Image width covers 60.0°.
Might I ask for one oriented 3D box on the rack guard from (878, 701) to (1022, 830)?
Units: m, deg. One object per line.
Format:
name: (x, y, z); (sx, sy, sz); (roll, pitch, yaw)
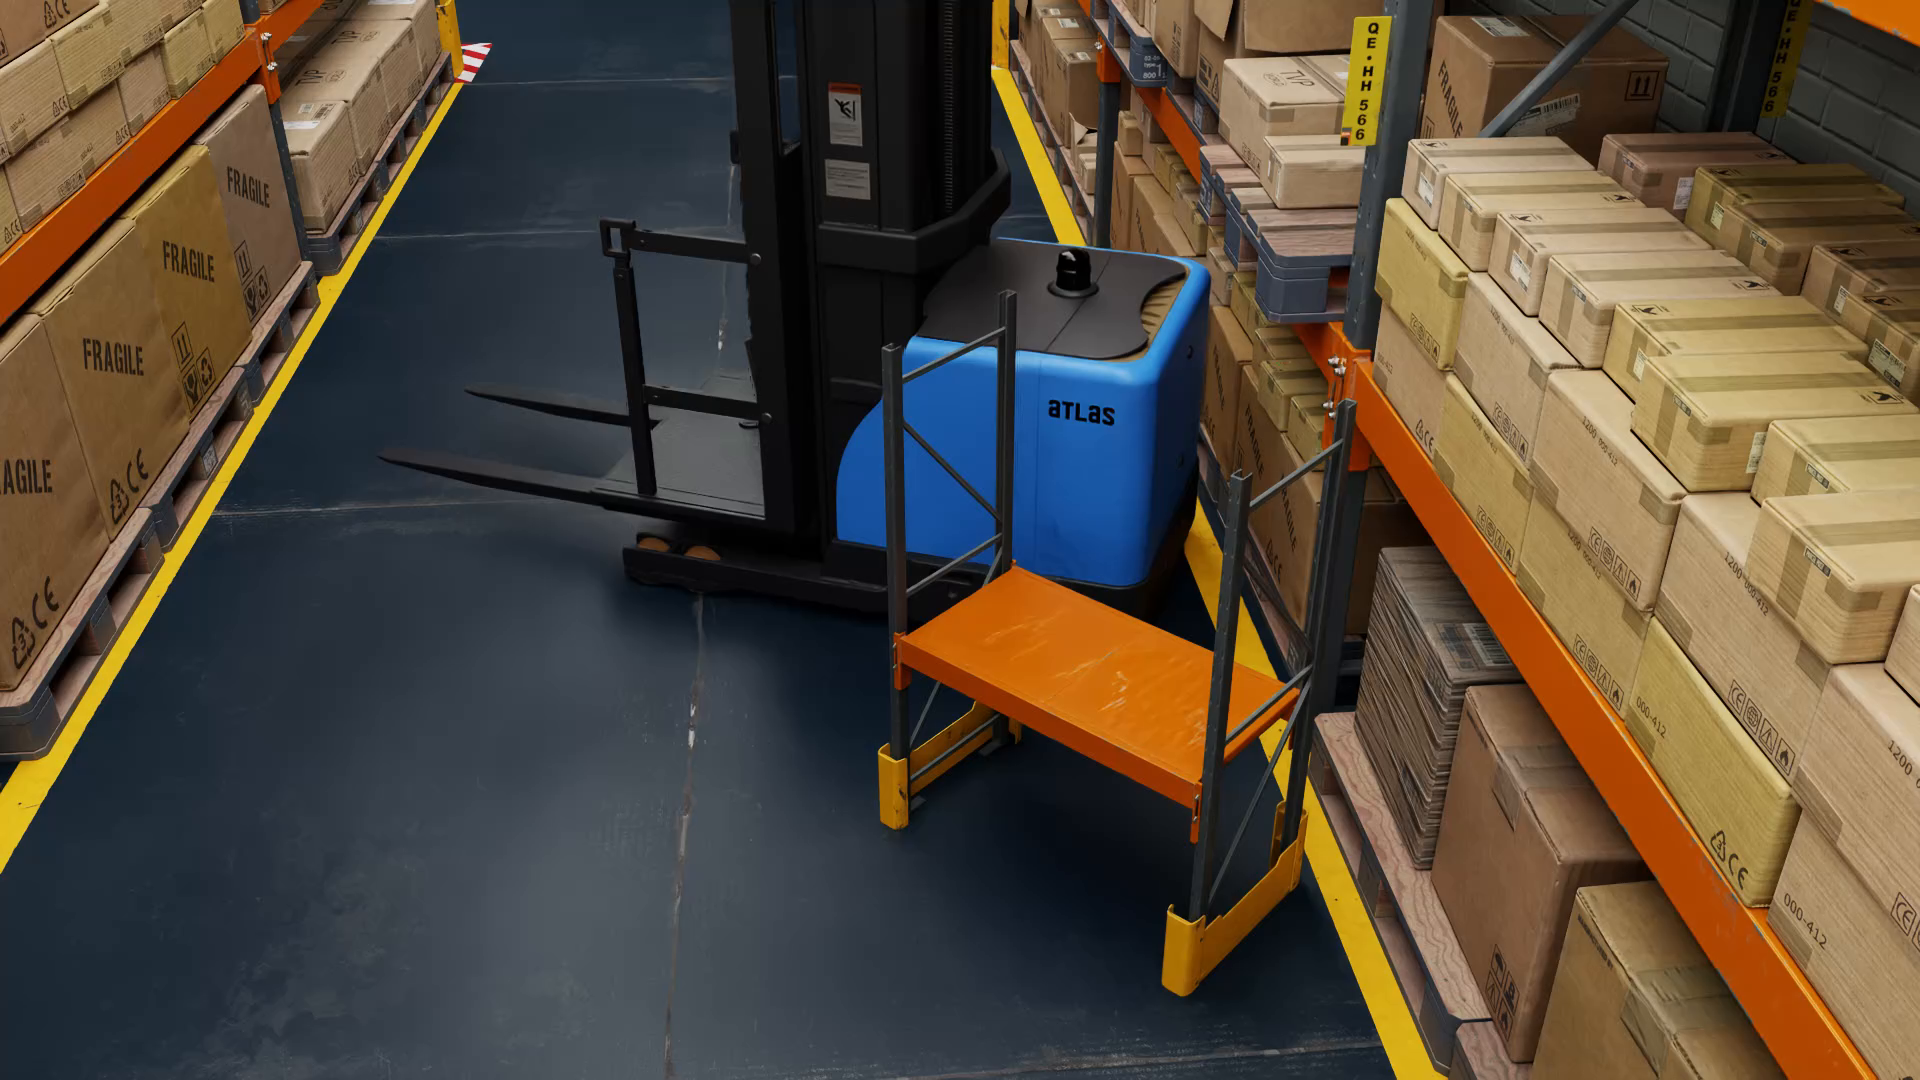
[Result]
rack guard: (-0.021, 0.613, 4.980); (0.087, 0.250, 0.587); (24, 38, 34)

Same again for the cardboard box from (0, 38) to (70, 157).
cardboard box: (-3.255, -1.427, 5.373); (0.500, 0.250, 0.500); (-3, 31, -5)

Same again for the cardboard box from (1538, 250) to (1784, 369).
cardboard box: (1.419, -0.473, 3.386); (0.380, 0.149, 0.250); (-2, 31, -4)

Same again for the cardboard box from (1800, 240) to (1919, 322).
cardboard box: (1.993, -0.507, 3.443); (0.380, 0.149, 0.250); (-3, 31, -6)

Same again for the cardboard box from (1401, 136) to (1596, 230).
cardboard box: (1.306, -0.872, 4.054); (0.380, 0.149, 0.250); (-2, 31, -3)

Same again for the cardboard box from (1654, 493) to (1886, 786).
cardboard box: (1.517, 0.144, 2.742); (0.500, 0.250, 0.500); (-2, 31, -4)

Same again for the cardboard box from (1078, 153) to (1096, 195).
cardboard box: (0.852, -1.996, 9.037); (0.380, 0.149, 0.250); (-4, 31, -6)

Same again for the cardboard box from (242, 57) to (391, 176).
cardboard box: (-3.782, -2.393, 9.420); (0.875, 0.438, 0.875); (-4, 31, -6)

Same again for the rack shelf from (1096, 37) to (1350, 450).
rack shelf: (1.383, -1.439, 6.436); (1.077, 0.370, 4.000); (-3, 31, -5)

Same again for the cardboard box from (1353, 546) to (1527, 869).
cardboard box: (1.614, 0.431, 4.509); (0.875, 0.625, 0.625); (-2, 31, -3)

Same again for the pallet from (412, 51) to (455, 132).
pallet: (-3.967, -2.970, 11.017); (1.003, 0.211, 1.213); (-3, 31, -5)

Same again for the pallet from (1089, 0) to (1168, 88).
pallet: (1.162, -2.274, 7.319); (1.003, 0.211, 1.213); (-3, 31, -5)

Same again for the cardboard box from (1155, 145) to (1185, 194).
cardboard box: (1.103, -1.691, 7.551); (0.380, 0.149, 0.250); (-4, 31, -7)

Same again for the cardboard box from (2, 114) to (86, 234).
cardboard box: (-3.276, -1.214, 5.504); (0.500, 0.250, 0.500); (-2, 31, -3)

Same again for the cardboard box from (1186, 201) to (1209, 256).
cardboard box: (1.149, -1.296, 6.889); (0.380, 0.149, 0.250); (-2, 31, -3)

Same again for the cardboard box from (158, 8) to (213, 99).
cardboard box: (-3.406, -1.988, 6.800); (0.500, 0.250, 0.500); (-3, 31, -5)

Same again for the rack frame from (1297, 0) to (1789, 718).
rack frame: (1.570, -0.727, 4.542); (1.000, 3.000, 0.127); (-3, 31, -5)

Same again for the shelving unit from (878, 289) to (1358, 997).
shelving unit: (0.358, 0.242, 4.382); (1.083, 1.500, 0.587); (24, 38, 34)

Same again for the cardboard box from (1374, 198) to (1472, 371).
cardboard box: (1.343, -0.638, 4.052); (0.500, 0.250, 0.500); (-3, 31, -5)

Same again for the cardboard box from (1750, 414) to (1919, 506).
cardboard box: (1.558, -0.085, 2.737); (0.380, 0.149, 0.250); (-3, 31, -5)

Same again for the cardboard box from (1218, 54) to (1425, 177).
cardboard box: (1.149, -1.366, 5.349); (0.500, 0.250, 0.500); (-4, 31, -7)

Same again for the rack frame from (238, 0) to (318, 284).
rack frame: (-3.746, -2.530, 7.560); (1.000, 3.000, 0.127); (-3, 31, -5)

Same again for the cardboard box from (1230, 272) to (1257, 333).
cardboard box: (1.231, -0.892, 6.213); (0.380, 0.149, 0.250); (-3, 31, -5)

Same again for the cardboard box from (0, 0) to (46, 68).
cardboard box: (-3.263, -1.741, 5.167); (0.500, 0.500, 0.500); (-2, 31, -3)

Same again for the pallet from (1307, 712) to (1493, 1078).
pallet: (1.608, 0.892, 4.551); (1.003, 0.211, 1.213); (-3, 31, -5)

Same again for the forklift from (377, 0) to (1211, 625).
forklift: (-0.689, -1.313, 5.591); (3.031, 2.935, 1.130); (9, 32, 15)

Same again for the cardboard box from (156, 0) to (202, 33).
cardboard box: (-3.408, -2.212, 6.686); (0.500, 0.250, 0.500); (-2, 31, -3)

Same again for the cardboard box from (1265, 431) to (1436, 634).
cardboard box: (1.316, -0.040, 5.420); (0.500, 0.500, 0.500); (-2, 31, -3)

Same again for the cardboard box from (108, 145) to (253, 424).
cardboard box: (-3.516, -1.024, 6.702); (0.875, 0.875, 0.875); (-2, 31, -3)

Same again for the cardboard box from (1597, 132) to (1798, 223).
cardboard box: (1.802, -0.892, 4.089); (0.380, 0.149, 0.250); (-2, 31, -3)

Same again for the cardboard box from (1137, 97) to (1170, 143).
cardboard box: (1.037, -1.956, 7.706); (0.380, 0.149, 0.250); (-4, 31, -7)

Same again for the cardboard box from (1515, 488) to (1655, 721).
cardboard box: (1.465, 0.095, 3.312); (0.500, 0.250, 0.500); (-4, 31, -6)

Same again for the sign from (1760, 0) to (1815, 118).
sign: (2.122, -1.253, 4.293); (0.100, 0.325, 0.005); (-3, 31, -5)

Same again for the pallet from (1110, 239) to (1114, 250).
pallet: (1.310, -1.159, 7.984); (1.003, 0.211, 1.213); (-3, 31, -5)

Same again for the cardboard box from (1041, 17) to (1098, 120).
cardboard box: (0.776, -2.889, 10.190); (0.500, 0.500, 0.500); (-2, 31, -4)

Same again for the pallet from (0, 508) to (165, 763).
pallet: (-3.371, 0.304, 5.536); (1.003, 0.211, 1.213); (-3, 31, -5)

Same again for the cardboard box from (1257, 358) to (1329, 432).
cardboard box: (1.215, -0.491, 5.542); (0.380, 0.149, 0.250); (-4, 31, -7)

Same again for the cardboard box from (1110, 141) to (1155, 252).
cardboard box: (1.017, -1.619, 8.063); (0.500, 0.500, 0.500); (-1, 31, -2)

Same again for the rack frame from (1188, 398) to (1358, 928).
rack frame: (0.751, 0.415, 4.093); (0.032, 1.500, 0.500); (24, 38, 34)

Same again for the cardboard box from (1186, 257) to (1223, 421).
cardboard box: (1.161, -0.827, 6.738); (0.500, 0.500, 0.500); (-4, 31, -6)

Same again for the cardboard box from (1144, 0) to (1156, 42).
cardboard box: (0.944, -2.164, 6.670); (0.396, 0.266, 0.258); (-1, 31, -2)

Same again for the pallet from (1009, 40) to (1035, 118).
pallet: (0.905, -3.169, 11.349); (1.003, 0.211, 1.213); (-3, 31, -5)

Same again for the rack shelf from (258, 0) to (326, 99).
rack shelf: (-3.932, -3.242, 9.454); (1.077, 0.370, 4.000); (-3, 31, -5)
